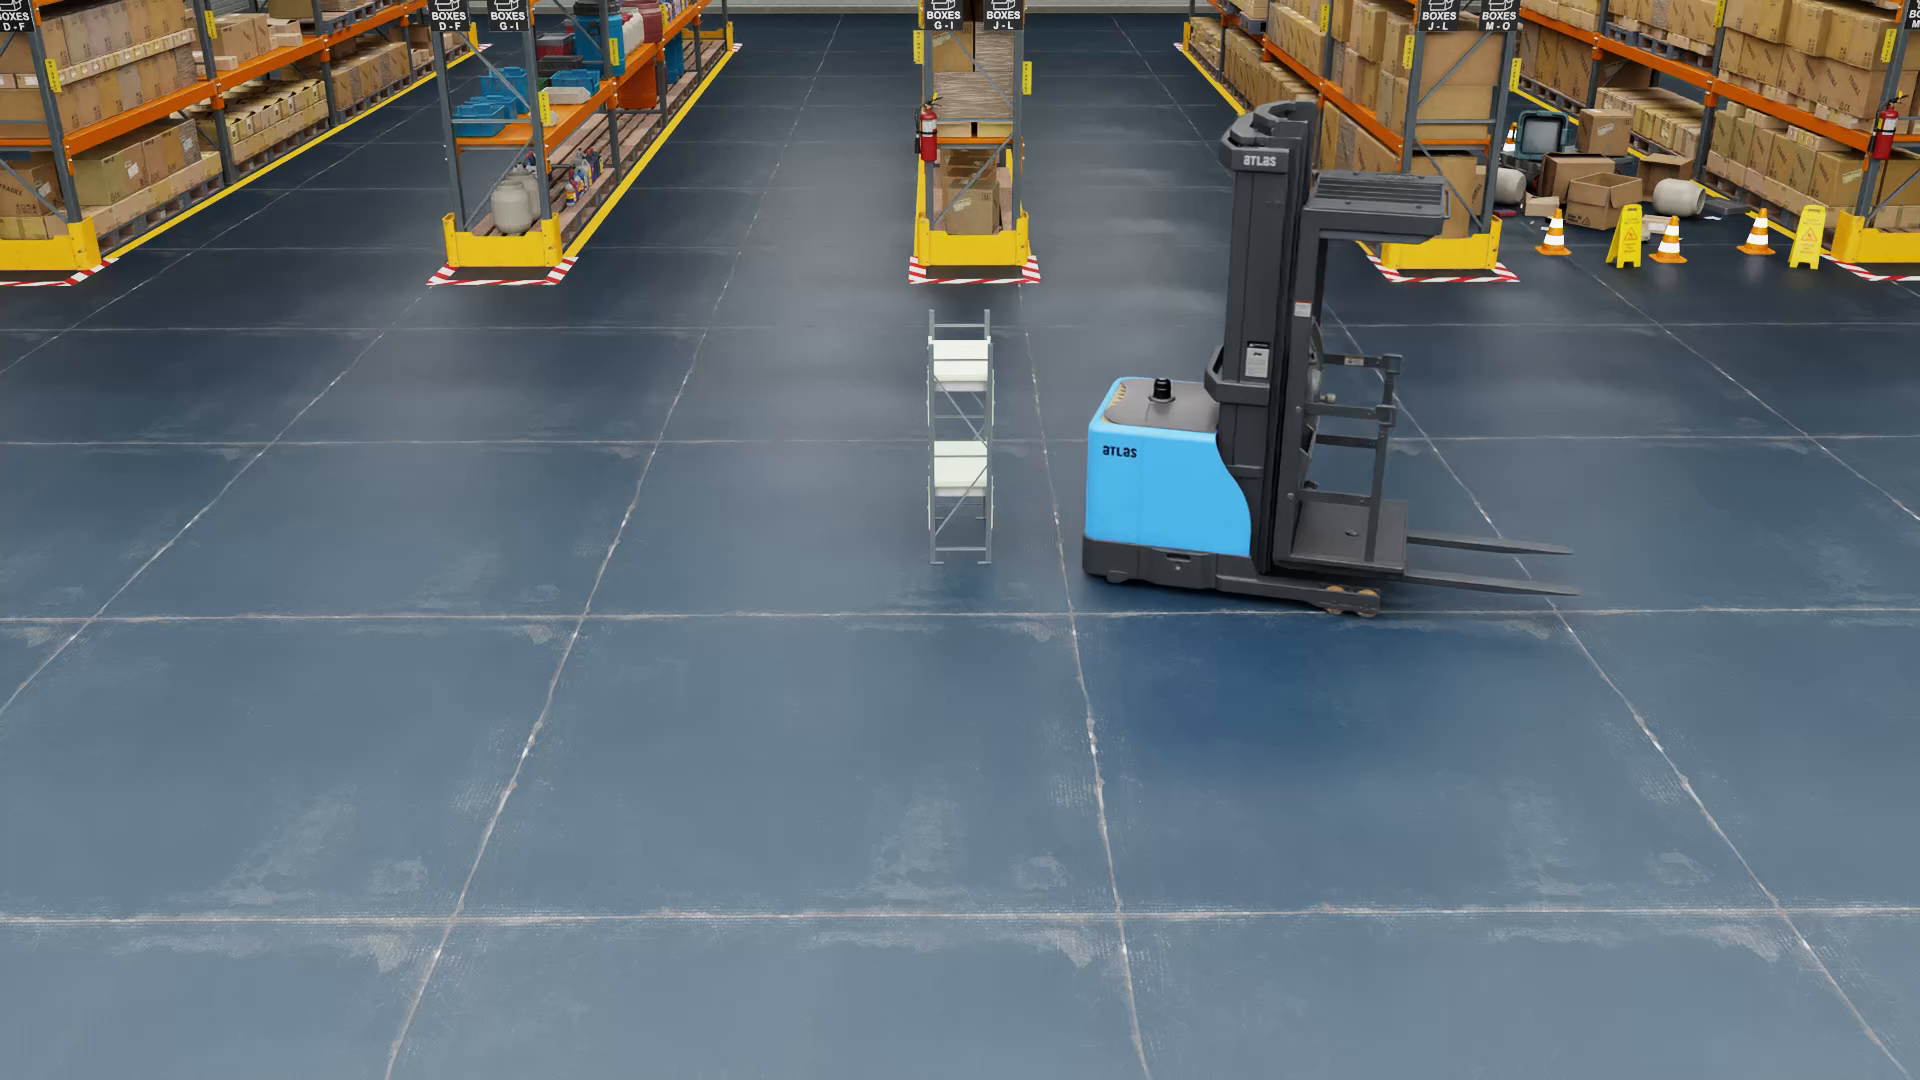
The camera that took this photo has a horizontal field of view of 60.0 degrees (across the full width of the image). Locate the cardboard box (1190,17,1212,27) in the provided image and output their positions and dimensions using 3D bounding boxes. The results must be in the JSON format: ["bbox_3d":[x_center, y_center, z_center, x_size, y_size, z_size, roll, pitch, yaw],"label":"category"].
[{"bbox_3d":[4.588,-9.851,31.619,0.380,0.149,0.250,-1,24,-3],"label":"cardboard box"}]

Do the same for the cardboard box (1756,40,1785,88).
[{"bbox_3d":[9.749,-5.609,19.529,0.500,0.500,0.500,0,24,-1],"label":"cardboard box"}]

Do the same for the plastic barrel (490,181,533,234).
[{"bbox_3d":[-4.901,-3.638,18.162,0.421,0.512,0.421,0,24,0],"label":"plastic barrel"}]

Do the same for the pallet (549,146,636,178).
[{"bbox_3d":[-4.908,-5.010,22.071,1.003,0.211,1.213,0,24,-1],"label":"pallet"}]

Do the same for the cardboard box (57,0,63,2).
[{"bbox_3d":[-14.585,-8.793,26.545,0.500,0.500,0.500,0,24,0],"label":"cardboard box"}]

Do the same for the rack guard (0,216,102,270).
[{"bbox_3d":[-9.770,-3.139,17.585,1.175,0.500,0.348,0,24,-1],"label":"rack guard"}]

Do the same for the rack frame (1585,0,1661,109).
[{"bbox_3d":[9.958,-7.672,24.574,1.000,3.000,0.127,0,24,-1],"label":"rack frame"}]

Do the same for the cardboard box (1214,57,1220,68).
[{"bbox_3d":[4.621,-8.309,28.932,0.380,0.149,0.250,0,24,0],"label":"cardboard box"}]

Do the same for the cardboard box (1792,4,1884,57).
[{"bbox_3d":[9.715,-5.640,18.385,0.700,0.500,0.500,-1,24,-1],"label":"cardboard box"}]

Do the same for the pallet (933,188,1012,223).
[{"bbox_3d":[0.151,-3.928,19.680,1.003,0.211,1.213,0,24,-1],"label":"pallet"}]

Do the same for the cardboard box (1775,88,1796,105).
[{"bbox_3d":[9.719,-5.147,19.296,0.380,0.149,0.250,0,24,-1],"label":"cardboard box"}]

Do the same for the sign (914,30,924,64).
[{"bbox_3d":[-0.420,-5.009,16.896,0.100,0.325,0.005,0,24,-1],"label":"sign"}]

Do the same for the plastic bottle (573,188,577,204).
[{"bbox_3d":[-4.526,-4.026,19.373,0.097,0.201,0.097,0,24,0],"label":"plastic bottle"}]

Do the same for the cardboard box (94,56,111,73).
[{"bbox_3d":[-9.572,-5.217,18.237,0.380,0.149,0.250,-1,24,-2],"label":"cardboard box"}]

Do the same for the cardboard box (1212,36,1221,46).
[{"bbox_3d":[4.649,-8.773,29.236,0.380,0.149,0.250,0,24,-1],"label":"cardboard box"}]

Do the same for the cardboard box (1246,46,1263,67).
[{"bbox_3d":[4.723,-7.491,25.787,0.500,0.250,0.500,0,24,0],"label":"cardboard box"}]

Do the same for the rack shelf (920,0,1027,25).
[{"bbox_3d":[0.114,-6.194,18.539,1.077,0.370,4.000,0,24,-1],"label":"rack shelf"}]

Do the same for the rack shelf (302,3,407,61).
[{"bbox_3d":[-9.879,-8.081,26.351,1.077,0.370,4.000,0,24,-1],"label":"rack shelf"}]

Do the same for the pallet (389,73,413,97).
[{"bbox_3d":[-9.854,-7.627,27.859,1.003,0.211,1.213,0,24,-1],"label":"pallet"}]

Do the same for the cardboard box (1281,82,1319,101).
[{"bbox_3d":[4.949,-5.779,22.609,1.050,0.750,0.750,0,24,-1],"label":"cardboard box"}]

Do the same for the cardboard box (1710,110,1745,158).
[{"bbox_3d":[9.738,-5.060,20.715,0.500,0.500,0.500,1,24,2],"label":"cardboard box"}]

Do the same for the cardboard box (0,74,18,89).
[{"bbox_3d":[-9.965,-4.786,17.283,0.380,0.149,0.250,-1,24,-1],"label":"cardboard box"}]

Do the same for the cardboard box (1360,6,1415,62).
[{"bbox_3d":[5.027,-5.701,18.722,0.875,0.550,0.500,0,24,-1],"label":"cardboard box"}]

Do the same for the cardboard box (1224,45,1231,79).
[{"bbox_3d":[4.708,-8.003,27.830,0.500,0.500,0.500,1,24,1],"label":"cardboard box"}]

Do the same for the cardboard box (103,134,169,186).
[{"bbox_3d":[-9.567,-4.409,19.275,0.500,0.500,0.500,0,24,-1],"label":"cardboard box"}]

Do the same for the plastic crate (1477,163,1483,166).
[{"bbox_3d":[6.365,-4.639,21.210,0.450,0.188,0.662,3,22,31],"label":"plastic crate"}]

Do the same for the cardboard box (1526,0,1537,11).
[{"bbox_3d":[9.662,-8.856,27.374,0.500,0.250,0.500,-1,24,-2],"label":"cardboard box"}]

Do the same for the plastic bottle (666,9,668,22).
[{"bbox_3d":[-4.569,-8.115,25.709,0.097,0.271,0.097,0,24,0],"label":"plastic bottle"}]

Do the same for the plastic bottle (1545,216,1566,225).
[{"bbox_3d":[6.938,-3.737,19.439,0.133,0.061,0.283,-9,26,-19],"label":"plastic bottle"}]

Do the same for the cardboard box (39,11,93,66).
[{"bbox_3d":[-9.774,-5.356,17.756,0.700,0.500,0.500,-1,24,-2],"label":"cardboard box"}]

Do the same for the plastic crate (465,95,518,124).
[{"bbox_3d":[-5.123,-4.714,18.213,0.499,0.251,0.408,0,24,-1],"label":"plastic crate"}]

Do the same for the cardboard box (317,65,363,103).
[{"bbox_3d":[-9.588,-7.051,25.699,0.500,0.500,0.500,-1,24,-2],"label":"cardboard box"}]

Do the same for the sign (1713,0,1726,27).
[{"bbox_3d":[9.446,-6.548,20.682,0.100,0.325,0.005,0,24,-1],"label":"sign"}]

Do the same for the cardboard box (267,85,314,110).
[{"bbox_3d":[-9.593,-6.350,23.797,0.500,0.311,0.500,-1,24,-1],"label":"cardboard box"}]

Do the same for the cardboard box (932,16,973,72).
[{"bbox_3d":[-0.117,-5.193,17.397,0.500,0.500,0.500,0,24,-1],"label":"cardboard box"}]

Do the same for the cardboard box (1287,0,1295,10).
[{"bbox_3d":[5.011,-7.716,23.336,0.700,0.500,0.500,-1,24,-1],"label":"cardboard box"}]

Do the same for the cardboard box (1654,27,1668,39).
[{"bbox_3d":[9.745,-6.948,22.768,0.380,0.149,0.250,1,24,1],"label":"cardboard box"}]

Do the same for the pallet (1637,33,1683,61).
[{"bbox_3d":[10.020,-6.769,22.810,1.003,0.211,1.213,0,24,-1],"label":"pallet"}]

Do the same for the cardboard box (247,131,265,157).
[{"bbox_3d":[-9.575,-5.253,22.052,0.500,0.250,0.500,0,24,1],"label":"cardboard box"}]

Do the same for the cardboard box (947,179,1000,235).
[{"bbox_3d":[0.146,-3.641,18.184,0.500,0.500,0.500,4,25,9],"label":"cardboard box"}]

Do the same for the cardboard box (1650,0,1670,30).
[{"bbox_3d":[9.754,-7.219,22.579,0.500,0.500,0.500,-1,24,-3],"label":"cardboard box"}]

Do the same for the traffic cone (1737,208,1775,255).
[{"bbox_3d":[8.750,-3.391,18.187,0.336,0.463,0.334,0,24,-1],"label":"traffic cone"}]

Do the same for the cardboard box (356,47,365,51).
[{"bbox_3d":[-10.122,-7.874,27.520,0.500,0.500,0.500,0,24,0],"label":"cardboard box"}]

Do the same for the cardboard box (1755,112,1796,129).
[{"bbox_3d":[9.692,-4.981,19.753,0.380,0.149,0.250,1,24,2],"label":"cardboard box"}]

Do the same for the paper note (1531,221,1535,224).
[{"bbox_3d":[6.696,-3.716,19.453,0.032,0.001,0.123,13,27,27],"label":"paper note"}]

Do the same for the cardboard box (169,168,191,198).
[{"bbox_3d":[-9.574,-4.273,19.885,0.500,0.250,0.500,0,24,-1],"label":"cardboard box"}]

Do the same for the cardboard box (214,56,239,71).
[{"bbox_3d":[-9.619,-6.188,21.597,0.380,0.149,0.250,0,24,-1],"label":"cardboard box"}]

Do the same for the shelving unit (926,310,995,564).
[{"bbox_3d":[0.000,-0.681,10.935,0.431,1.500,0.755,0,24,-1],"label":"shelving unit"}]

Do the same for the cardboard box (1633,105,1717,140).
[{"bbox_3d":[9.973,-5.817,23.151,0.950,0.372,0.625,1,24,1],"label":"cardboard box"}]

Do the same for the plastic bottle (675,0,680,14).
[{"bbox_3d":[-4.609,-8.622,26.825,0.152,0.276,0.135,0,24,-1],"label":"plastic bottle"}]

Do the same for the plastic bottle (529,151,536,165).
[{"bbox_3d":[-5.267,-4.616,20.497,0.144,0.351,0.185,0,24,1],"label":"plastic bottle"}]

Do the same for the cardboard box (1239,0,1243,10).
[{"bbox_3d":[4.536,-8.308,25.776,0.380,0.149,0.250,-1,24,-3],"label":"cardboard box"}]

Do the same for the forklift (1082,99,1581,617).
[{"bbox_3d":[2.357,-1.105,10.135,3.031,2.935,1.130,6,25,14],"label":"forklift"}]

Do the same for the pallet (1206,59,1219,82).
[{"bbox_3d":[4.923,-8.263,29.263,1.003,0.211,1.213,0,24,-1],"label":"pallet"}]

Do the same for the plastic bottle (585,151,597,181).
[{"bbox_3d":[-4.563,-4.608,20.478,0.144,0.351,0.185,-1,24,-3],"label":"plastic bottle"}]

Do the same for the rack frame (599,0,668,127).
[{"bbox_3d":[-4.904,-7.605,24.426,1.000,3.000,0.127,0,24,-1],"label":"rack frame"}]
